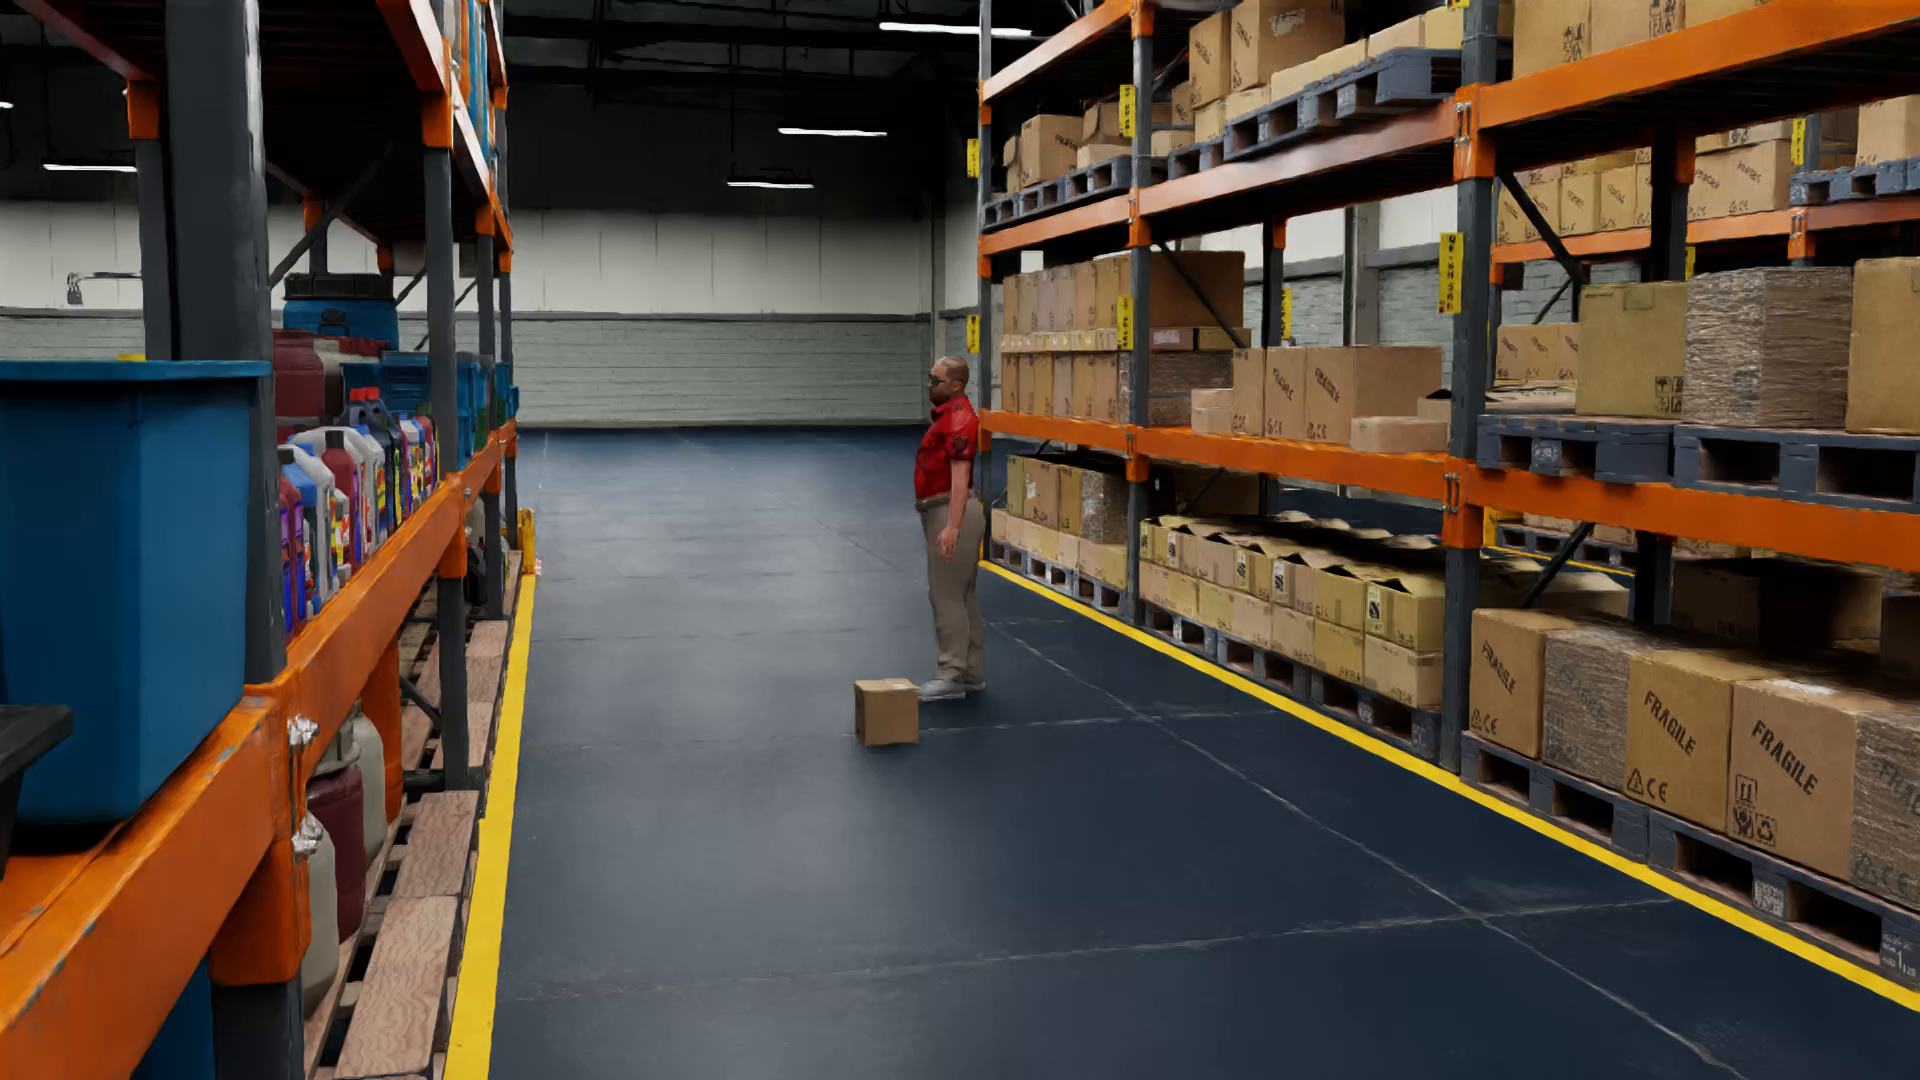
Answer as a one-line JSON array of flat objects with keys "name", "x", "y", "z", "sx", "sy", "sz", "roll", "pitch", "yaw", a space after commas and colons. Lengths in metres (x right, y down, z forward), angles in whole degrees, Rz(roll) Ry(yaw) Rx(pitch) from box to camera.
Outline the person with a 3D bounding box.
[{"name": "person", "x": -0.082, "y": -0.064, "z": 8.427, "sx": 0.439, "sy": 1.733, "sz": 0.651, "roll": 0, "pitch": 6, "yaw": -3}]
